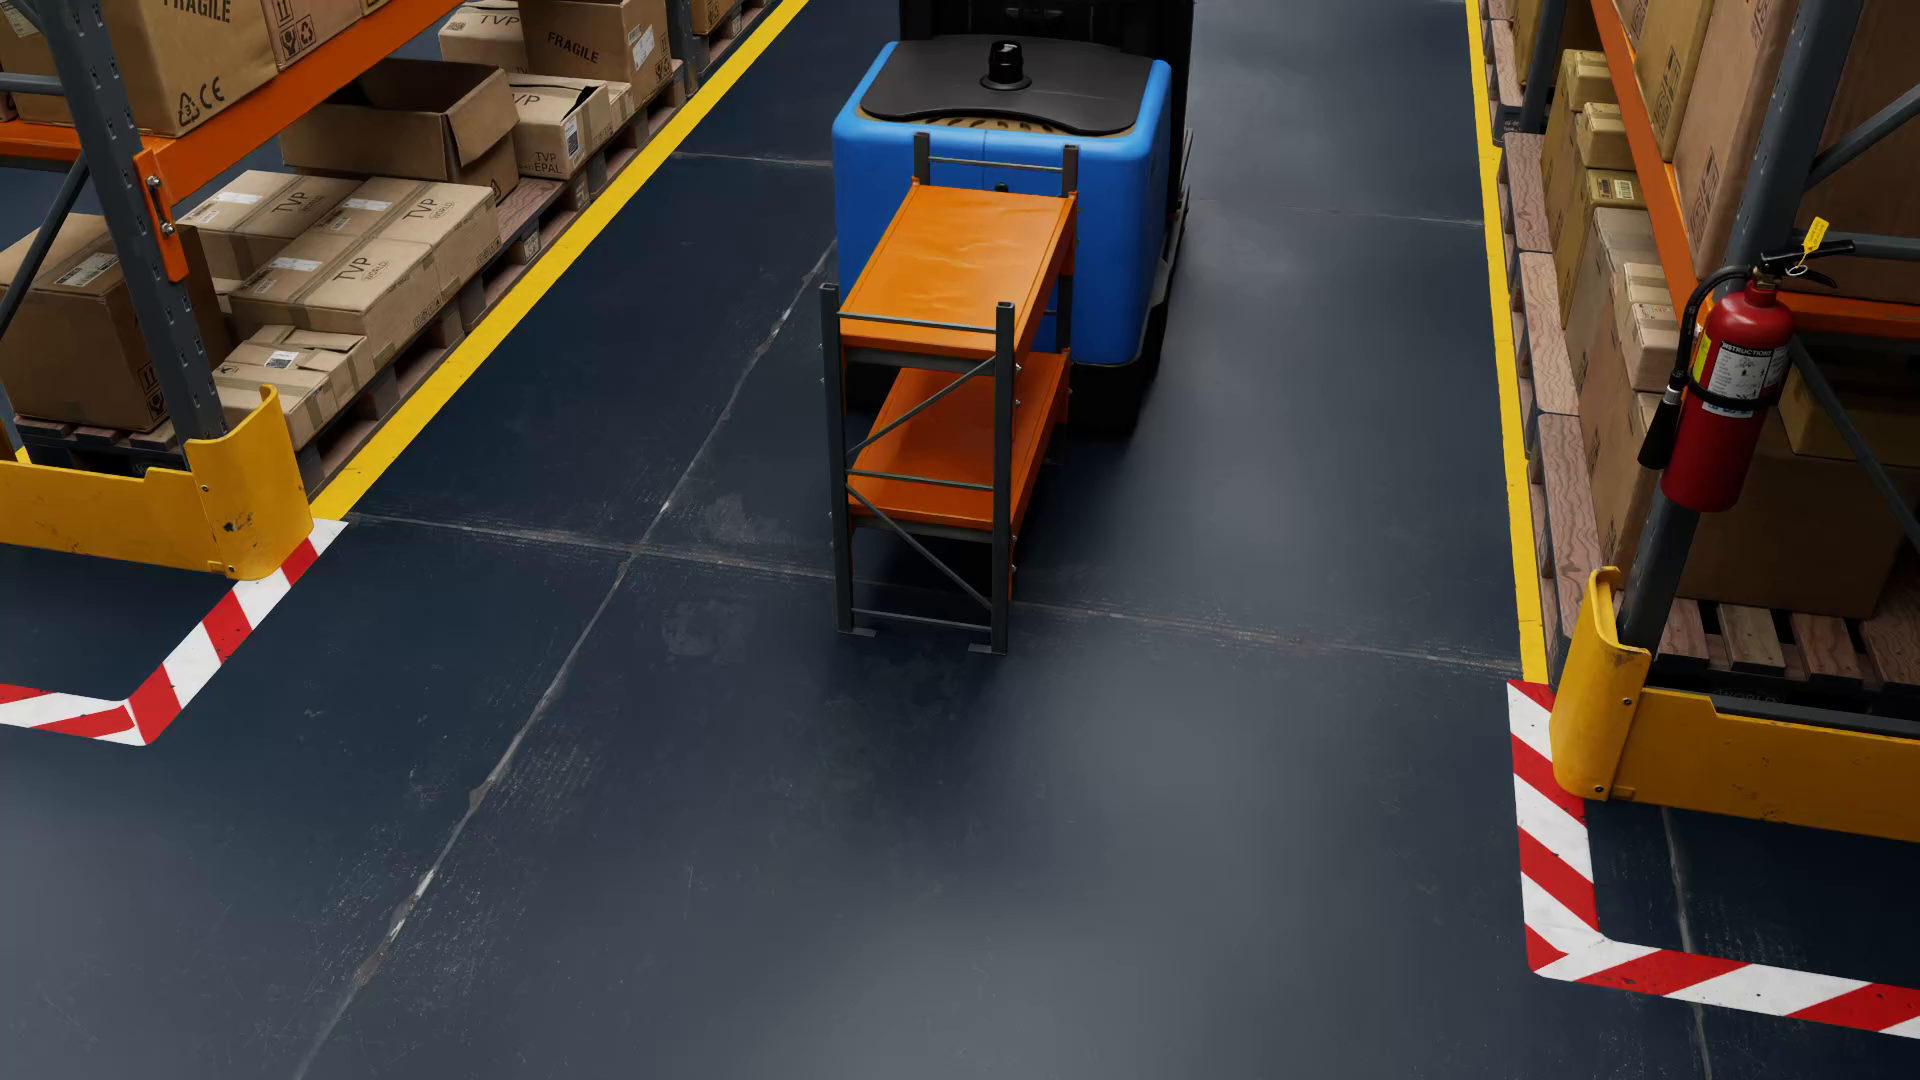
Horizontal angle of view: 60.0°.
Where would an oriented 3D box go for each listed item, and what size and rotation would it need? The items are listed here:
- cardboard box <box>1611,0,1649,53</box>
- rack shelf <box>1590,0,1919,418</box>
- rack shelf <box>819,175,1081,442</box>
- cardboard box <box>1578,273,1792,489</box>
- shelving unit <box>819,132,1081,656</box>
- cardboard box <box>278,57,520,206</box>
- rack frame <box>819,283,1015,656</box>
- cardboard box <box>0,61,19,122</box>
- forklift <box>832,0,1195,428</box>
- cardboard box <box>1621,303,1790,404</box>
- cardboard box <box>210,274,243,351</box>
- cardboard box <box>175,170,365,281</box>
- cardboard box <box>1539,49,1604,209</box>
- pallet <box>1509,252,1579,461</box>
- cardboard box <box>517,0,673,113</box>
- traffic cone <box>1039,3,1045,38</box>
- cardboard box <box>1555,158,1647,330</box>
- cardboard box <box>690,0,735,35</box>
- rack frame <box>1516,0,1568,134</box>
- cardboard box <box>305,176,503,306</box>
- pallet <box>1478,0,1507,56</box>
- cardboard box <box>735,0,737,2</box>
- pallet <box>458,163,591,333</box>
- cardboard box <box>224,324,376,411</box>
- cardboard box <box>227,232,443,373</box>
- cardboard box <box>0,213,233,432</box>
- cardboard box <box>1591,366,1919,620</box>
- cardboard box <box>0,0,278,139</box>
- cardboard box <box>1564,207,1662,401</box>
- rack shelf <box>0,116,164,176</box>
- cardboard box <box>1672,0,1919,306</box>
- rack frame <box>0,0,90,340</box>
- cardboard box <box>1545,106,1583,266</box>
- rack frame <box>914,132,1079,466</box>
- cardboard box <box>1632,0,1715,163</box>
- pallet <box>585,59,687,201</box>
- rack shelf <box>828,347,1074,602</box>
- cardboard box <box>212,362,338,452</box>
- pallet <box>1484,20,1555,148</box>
[{"bbox_3d":[2.584,-1.861,5.005,0.980,0.700,0.700,6,36,8],"label":"cardboard box"},{"bbox_3d":[2.596,-1.446,5.303,1.077,0.370,4.000,7,37,10],"label":"rack shelf"},{"bbox_3d":[-0.001,-0.689,4.743,0.538,0.278,1.000,7,37,10],"label":"rack shelf"},{"bbox_3d":[2.327,-0.450,5.086,0.700,0.500,0.500,7,37,10],"label":"cardboard box"},{"bbox_3d":[-0.001,-0.452,4.915,0.538,1.125,1.048,7,37,10],"label":"shelving unit"},{"bbox_3d":[-2.214,-1.593,6.644,0.797,0.503,0.637,7,37,10],"label":"cardboard box"},{"bbox_3d":[-0.110,-0.160,4.512,0.500,1.125,0.032,7,37,10],"label":"rack frame"},{"bbox_3d":[-2.842,-1.541,4.735,0.500,0.500,0.500,8,37,11],"label":"cardboard box"},{"bbox_3d":[0.365,-2.429,6.104,1.130,2.935,3.031,7,36,9],"label":"forklift"},{"bbox_3d":[2.070,-0.522,4.633,0.380,0.149,0.250,7,37,9],"label":"cardboard box"},{"bbox_3d":[-2.622,-0.804,5.843,0.380,0.166,0.250,7,37,10],"label":"cardboard box"},{"bbox_3d":[-2.564,-1.158,6.260,0.500,0.250,0.500,7,37,10],"label":"cardboard box"},{"bbox_3d":[2.763,-1.626,6.710,0.700,0.500,0.500,8,37,11],"label":"cardboard box"},{"bbox_3d":[2.525,-0.627,5.936,1.003,0.211,1.213,7,37,10],"label":"pallet"},{"bbox_3d":[-1.662,-2.307,7.632,0.500,0.500,0.500,7,37,10],"label":"cardboard box"},{"bbox_3d":[0.310,-1.848,5.954,0.062,1.202,0.307,7,37,10],"label":"traffic cone"},{"bbox_3d":[2.540,-1.045,5.907,0.700,0.500,0.500,8,37,11],"label":"cardboard box"},{"bbox_3d":[-1.476,-2.916,8.472,0.500,0.500,0.500,6,36,8],"label":"cardboard box"},{"bbox_3d":[3.023,-2.884,6.673,1.000,3.000,0.127,7,37,10],"label":"rack frame"},{"bbox_3d":[-2.065,-1.124,6.213,0.500,0.250,0.500,7,37,10],"label":"cardboard box"},{"bbox_3d":[3.372,-2.908,9.083,1.003,0.211,1.213,7,37,10],"label":"pallet"},{"bbox_3d":[-1.373,-3.223,8.896,0.500,0.500,0.500,8,37,11],"label":"cardboard box"},{"bbox_3d":[-2.224,-1.279,6.835,1.003,0.211,1.213,7,37,10],"label":"pallet"},{"bbox_3d":[-2.193,-0.581,5.535,0.380,0.166,0.250,7,37,10],"label":"cardboard box"},{"bbox_3d":[-2.172,-0.837,5.817,0.500,0.250,0.500,7,37,10],"label":"cardboard box"},{"bbox_3d":[-2.796,-0.718,5.440,0.500,0.500,0.500,7,37,10],"label":"cardboard box"},{"bbox_3d":[2.220,-0.163,4.691,0.700,0.500,0.500,7,37,10],"label":"cardboard box"},{"bbox_3d":[-2.319,-1.472,4.639,0.500,0.500,0.500,8,37,11],"label":"cardboard box"},{"bbox_3d":[2.434,-0.738,5.484,0.700,0.500,0.500,6,36,8],"label":"cardboard box"},{"bbox_3d":[-2.245,-2.144,6.099,0.919,0.124,3.809,7,37,10],"label":"rack shelf"},{"bbox_3d":[2.267,-1.006,3.826,0.980,0.700,0.700,9,37,12],"label":"cardboard box"},{"bbox_3d":[-2.669,-1.209,4.363,0.949,2.616,0.053,7,37,10],"label":"rack frame"},{"bbox_3d":[2.652,-1.339,6.313,0.700,0.500,0.500,7,37,9],"label":"cardboard box"},{"bbox_3d":[0.107,-0.743,5.317,0.500,1.125,0.032,7,37,10],"label":"rack frame"},{"bbox_3d":[2.412,-1.425,4.404,0.980,0.700,0.700,7,37,10],"label":"cardboard box"},{"bbox_3d":[-1.965,-1.980,7.802,1.003,0.211,1.213,7,37,10],"label":"pallet"},{"bbox_3d":[-0.001,-0.254,5.058,0.538,0.278,1.000,7,37,10],"label":"rack shelf"},{"bbox_3d":[-2.247,-0.431,5.342,0.380,0.149,0.250,7,37,10],"label":"cardboard box"},{"bbox_3d":[3.114,-2.207,8.115,1.003,0.211,1.213,7,37,10],"label":"pallet"}]
